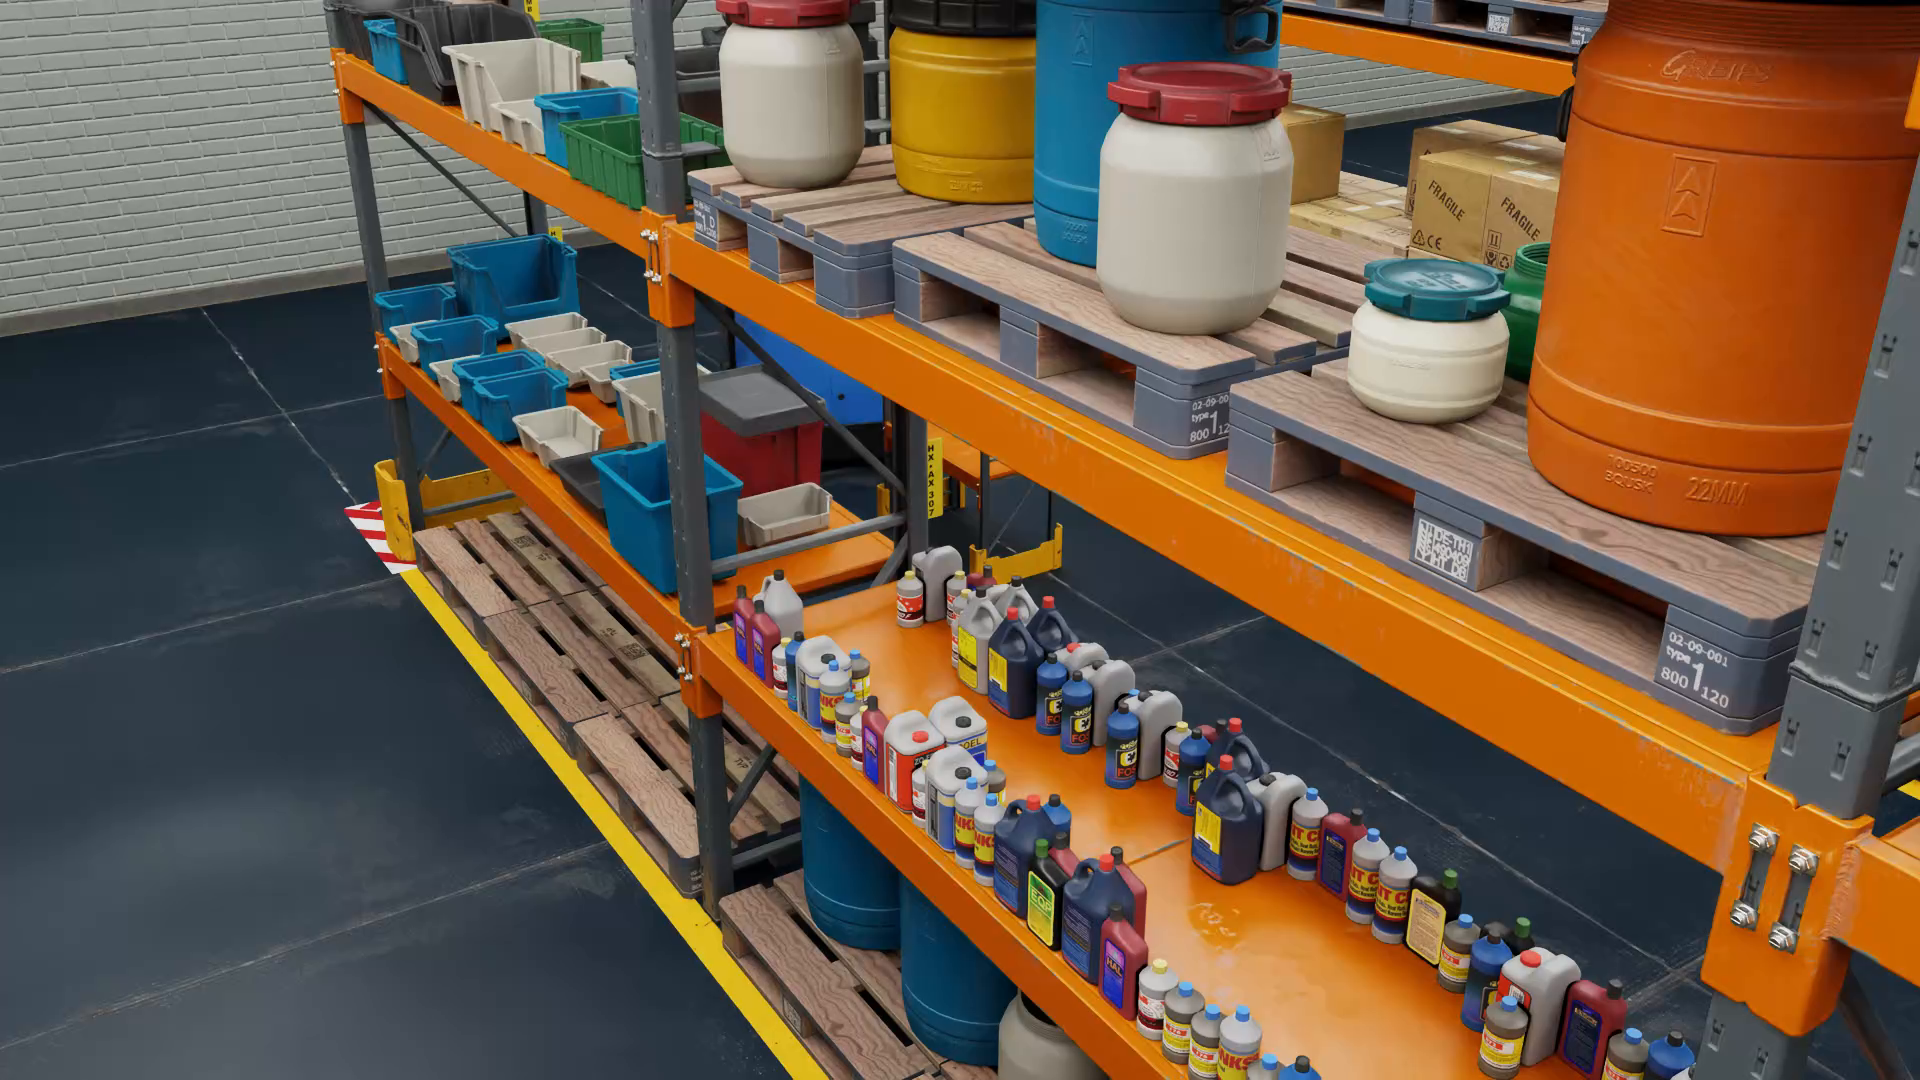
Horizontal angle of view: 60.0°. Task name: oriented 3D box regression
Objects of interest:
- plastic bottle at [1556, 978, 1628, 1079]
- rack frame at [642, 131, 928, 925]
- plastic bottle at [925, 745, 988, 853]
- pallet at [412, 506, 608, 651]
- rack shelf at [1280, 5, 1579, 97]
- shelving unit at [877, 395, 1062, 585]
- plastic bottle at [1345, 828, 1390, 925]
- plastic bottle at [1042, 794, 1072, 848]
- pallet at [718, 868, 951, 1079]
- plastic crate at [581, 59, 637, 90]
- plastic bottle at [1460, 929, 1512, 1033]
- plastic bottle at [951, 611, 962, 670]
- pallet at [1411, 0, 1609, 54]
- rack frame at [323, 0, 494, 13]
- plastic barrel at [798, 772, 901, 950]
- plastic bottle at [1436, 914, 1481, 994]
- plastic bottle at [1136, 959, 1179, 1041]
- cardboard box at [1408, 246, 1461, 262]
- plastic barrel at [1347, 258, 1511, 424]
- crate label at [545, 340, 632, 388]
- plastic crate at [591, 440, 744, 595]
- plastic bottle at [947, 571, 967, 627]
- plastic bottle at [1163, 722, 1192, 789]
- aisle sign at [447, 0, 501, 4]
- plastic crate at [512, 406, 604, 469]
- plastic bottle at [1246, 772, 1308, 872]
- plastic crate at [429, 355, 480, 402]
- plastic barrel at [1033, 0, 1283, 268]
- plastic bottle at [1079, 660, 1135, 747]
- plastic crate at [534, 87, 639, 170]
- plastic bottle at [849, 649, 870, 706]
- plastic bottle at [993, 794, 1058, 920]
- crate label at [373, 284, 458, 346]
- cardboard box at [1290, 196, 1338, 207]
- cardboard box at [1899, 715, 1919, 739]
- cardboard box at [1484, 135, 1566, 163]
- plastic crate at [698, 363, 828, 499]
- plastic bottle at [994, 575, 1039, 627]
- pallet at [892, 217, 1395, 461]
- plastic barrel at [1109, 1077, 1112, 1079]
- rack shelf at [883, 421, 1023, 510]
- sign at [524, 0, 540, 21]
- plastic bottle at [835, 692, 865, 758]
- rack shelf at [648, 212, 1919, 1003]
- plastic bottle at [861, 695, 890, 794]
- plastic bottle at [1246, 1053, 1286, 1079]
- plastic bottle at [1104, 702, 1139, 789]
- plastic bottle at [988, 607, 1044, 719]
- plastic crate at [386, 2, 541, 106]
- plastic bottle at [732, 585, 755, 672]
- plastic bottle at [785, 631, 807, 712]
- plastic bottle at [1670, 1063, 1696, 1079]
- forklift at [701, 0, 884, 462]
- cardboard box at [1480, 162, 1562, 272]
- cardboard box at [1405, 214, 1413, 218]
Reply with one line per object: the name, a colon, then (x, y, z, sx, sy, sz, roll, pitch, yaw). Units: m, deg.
plastic bottle: (1.504, 1.144, 3.950, 0.061, 0.283, 0.133, -16, 29, -30)
rack frame: (-0.573, 0.018, 6.197, 1.000, 3.000, 0.127, -16, 29, -30)
plastic bottle: (-0.007, 0.743, 4.808, 0.152, 0.276, 0.135, -16, 29, -30)
pallet: (-2.338, 0.153, 9.179, 1.003, 0.211, 1.213, -16, 29, -30)
rack shelf: (2.486, -2.882, 9.671, 1.077, 0.370, 4.000, -16, 29, -30)
shelving unit: (0.042, -0.651, 9.372, 0.587, 1.500, 1.083, -16, 29, -30)
plastic bottle: (1.101, 0.899, 4.483, 0.097, 0.271, 0.097, 0, 25, 0)
plastic bottle: (0.260, 0.829, 4.631, 0.097, 0.271, 0.097, 0, 25, 0)
pallet: (-0.186, 1.565, 6.187, 1.003, 0.211, 1.213, -16, 29, -30)
plastic crate: (-1.420, -1.968, 7.201, 0.437, 0.136, 0.530, -16, 29, -30)
plastic bottle: (1.302, 1.078, 4.103, 0.097, 0.271, 0.097, 0, 25, 0)
plastic bottle: (0.019, 0.340, 5.748, 0.097, 0.201, 0.097, 0, 25, 0)
pallet: (3.139, -2.747, 8.646, 1.003, 0.211, 1.213, -16, 29, -30)
rack frame: (-2.756, -4.125, 7.947, 1.000, 3.000, 0.127, -16, 29, -30)
plastic barrel: (-0.290, 0.976, 6.135, 0.600, 0.901, 0.708, -16, 29, -30)
plastic bottle: (1.280, 1.048, 4.249, 0.097, 0.201, 0.097, 0, 25, 0)
plastic bottle: (0.487, 1.122, 4.092, 0.097, 0.201, 0.097, 0, 25, 0)
cardboard box: (2.832, -1.484, 9.207, 0.500, 0.250, 0.500, -15, 29, -28)
plastic barrel: (0.903, -0.384, 3.206, 0.301, 0.262, 0.301, 0, 25, 0)
crate label: (-1.841, -0.870, 8.317, 0.396, 0.136, 0.243, -16, 29, -30)
plastic crate: (-1.113, -0.089, 6.373, 0.392, 0.384, 0.575, -16, 29, -30)
plastic bottle: (0.000, 0.209, 6.026, 0.097, 0.201, 0.097, 0, 25, 0)
plastic bottle: (0.675, 0.651, 5.090, 0.097, 0.201, 0.097, 0, 25, 0)
aisle sign: (-2.550, -2.682, 8.872, 0.394, 0.787, 0.004, -16, 29, -30)
plastic crate: (-1.775, -0.442, 7.412, 0.293, 0.136, 0.466, -16, 29, -30)
plastic bottle: (0.889, 0.779, 4.731, 0.152, 0.276, 0.135, -16, 29, -30)
plastic crate: (-2.421, -0.778, 8.124, 0.250, 0.136, 0.298, -16, 29, -30)
plastic barrel: (0.487, -1.180, 4.143, 0.600, 0.901, 0.708, -16, 29, -30)
plastic bottle: (0.462, 0.499, 5.324, 0.152, 0.276, 0.135, -16, 29, -30)
plastic crate: (-1.337, -1.514, 6.125, 0.416, 0.233, 0.300, -16, 29, -30)
plastic bottle: (-0.345, 0.458, 5.499, 0.097, 0.201, 0.097, 0, 25, 0)
plastic bottle: (0.183, 0.837, 4.521, 0.144, 0.351, 0.185, -16, 29, -30)
crate label: (-2.897, -1.199, 8.901, 0.416, 0.233, 0.303, -16, 29, -30)
cardboard box: (1.990, -2.034, 10.371, 0.500, 0.250, 0.500, -17, 30, -31)
cardboard box: (4.921, 0.493, 7.188, 1.225, 0.875, 0.875, -15, 29, -29)
cardboard box: (3.268, -1.950, 9.317, 0.500, 0.500, 0.500, -16, 29, -30)
plastic crate: (-0.850, -0.415, 6.971, 0.402, 0.464, 0.583, -16, 29, -30)
plastic bottle: (0.203, 0.293, 5.673, 0.144, 0.351, 0.185, -16, 29, -30)
pallet: (0.559, -0.590, 4.194, 1.003, 0.211, 1.213, -16, 29, -30)
plastic barrel: (0.713, 1.775, 4.810, 0.600, 0.588, 0.708, -16, 29, -30)
rack shelf: (0.047, -0.485, 9.442, 0.538, 0.185, 1.000, -16, 29, -30)
sign: (-2.304, -2.855, 8.894, 0.100, 0.325, 0.005, -16, 29, -30)
plastic bottle: (-0.346, 0.576, 5.248, 0.097, 0.201, 0.097, 0, 25, 0)
rack shelf: (0.519, -0.297, 4.195, 1.077, 0.370, 4.000, -16, 29, -30)
plastic bottle: (-0.245, 0.619, 5.061, 0.061, 0.283, 0.133, -16, 29, -30)
plastic bottle: (0.700, 1.261, 3.797, 0.097, 0.201, 0.097, 0, 25, 0)
plastic bottle: (0.494, 0.620, 5.073, 0.097, 0.271, 0.097, 0, 25, 0)
plastic bottle: (0.184, 0.393, 5.462, 0.144, 0.351, 0.185, -16, 29, -30)
plastic crate: (-2.152, -2.130, 7.308, 0.504, 0.338, 0.767, -16, 29, -30)
plastic bottle: (-0.730, 0.302, 5.734, 0.061, 0.283, 0.133, -16, 29, -30)
plastic bottle: (-0.526, 0.427, 5.483, 0.097, 0.271, 0.097, 0, 25, 0)
plastic bottle: (1.646, 1.275, 3.680, 0.152, 0.276, 0.135, -16, 29, -30)
forklift: (-1.129, -2.400, 11.401, 1.130, 2.935, 3.031, -5, 26, -11)
cardboard box: (3.102, -1.644, 8.667, 0.500, 0.500, 0.500, -15, 29, -28)
cardboard box: (2.985, -1.795, 9.865, 0.500, 0.250, 0.500, -15, 29, -28)
